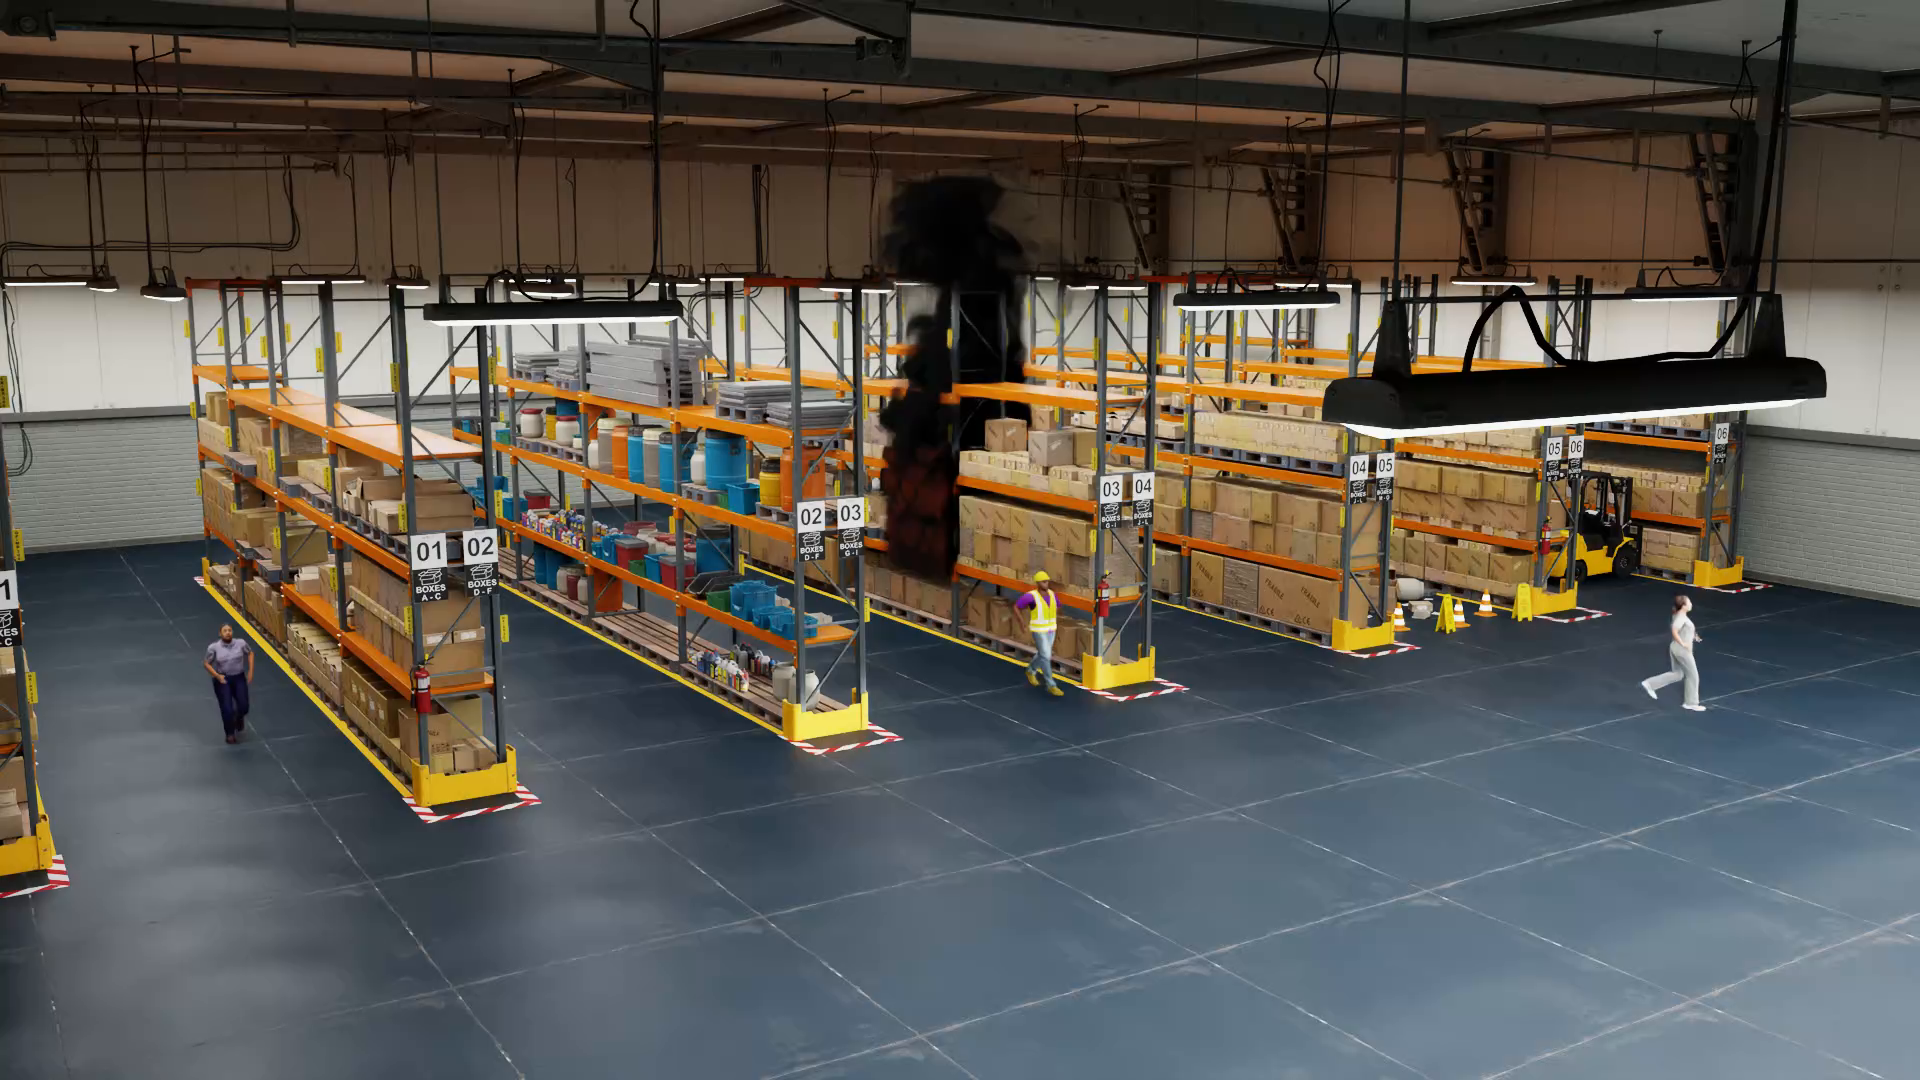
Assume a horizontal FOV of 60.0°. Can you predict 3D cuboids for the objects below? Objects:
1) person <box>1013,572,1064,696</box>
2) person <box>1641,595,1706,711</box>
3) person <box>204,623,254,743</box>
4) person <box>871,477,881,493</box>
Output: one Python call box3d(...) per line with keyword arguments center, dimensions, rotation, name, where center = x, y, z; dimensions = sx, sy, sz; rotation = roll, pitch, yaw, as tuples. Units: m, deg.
box3d(center=(1.233, 1.336, 24.362), dimensions=(0.700, 1.754, 0.960), rotation=(-8, 12, -39), name="person")
box3d(center=(10.171, 1.599, 23.578), dimensions=(0.879, 1.669, 0.567), rotation=(1, 10, 9), name="person")
box3d(center=(-9.664, 1.879, 22.060), dimensions=(0.640, 1.606, 0.571), rotation=(-7, 12, -35), name="person")
box3d(center=(-2.046, -1.584, 42.258), dimensions=(0.946, 1.715, 0.712), rotation=(1, 10, 7), name="person")
